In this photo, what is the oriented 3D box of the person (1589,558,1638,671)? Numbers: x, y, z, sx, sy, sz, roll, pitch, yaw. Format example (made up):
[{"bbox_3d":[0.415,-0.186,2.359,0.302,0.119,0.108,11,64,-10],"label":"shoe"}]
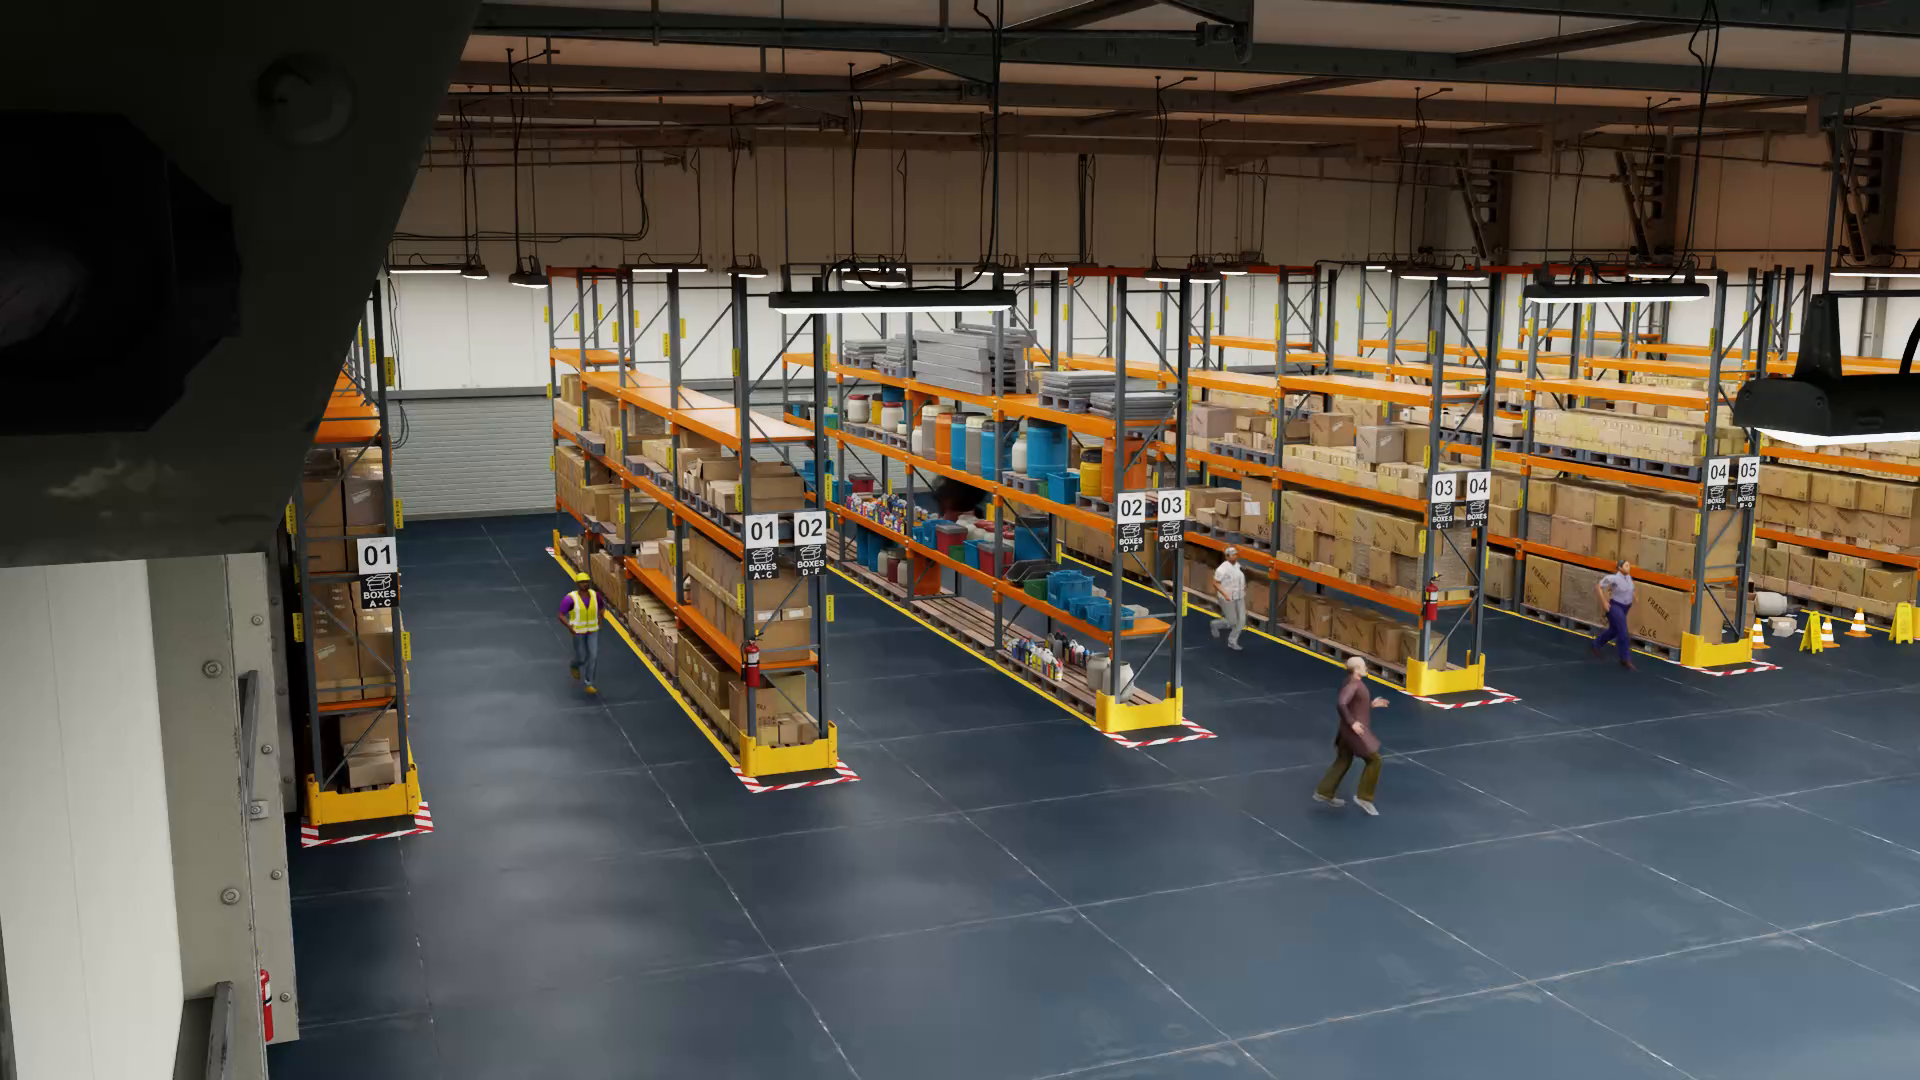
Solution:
[{"bbox_3d":[10.113,1.110,25.563,0.609,1.662,0.898,-8,13,-39],"label":"person"}]

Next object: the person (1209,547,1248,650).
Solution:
[{"bbox_3d":[4.276,0.912,26.385,0.604,1.623,0.584,-7,12,-35],"label":"person"}]

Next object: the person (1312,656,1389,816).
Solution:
[{"bbox_3d":[4.447,2.224,18.836,0.854,1.849,0.683,-1,10,-3],"label":"person"}]

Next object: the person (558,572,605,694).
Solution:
[{"bbox_3d":[-5.431,1.322,24.052,0.718,1.735,0.782,-6,12,-31],"label":"person"}]
